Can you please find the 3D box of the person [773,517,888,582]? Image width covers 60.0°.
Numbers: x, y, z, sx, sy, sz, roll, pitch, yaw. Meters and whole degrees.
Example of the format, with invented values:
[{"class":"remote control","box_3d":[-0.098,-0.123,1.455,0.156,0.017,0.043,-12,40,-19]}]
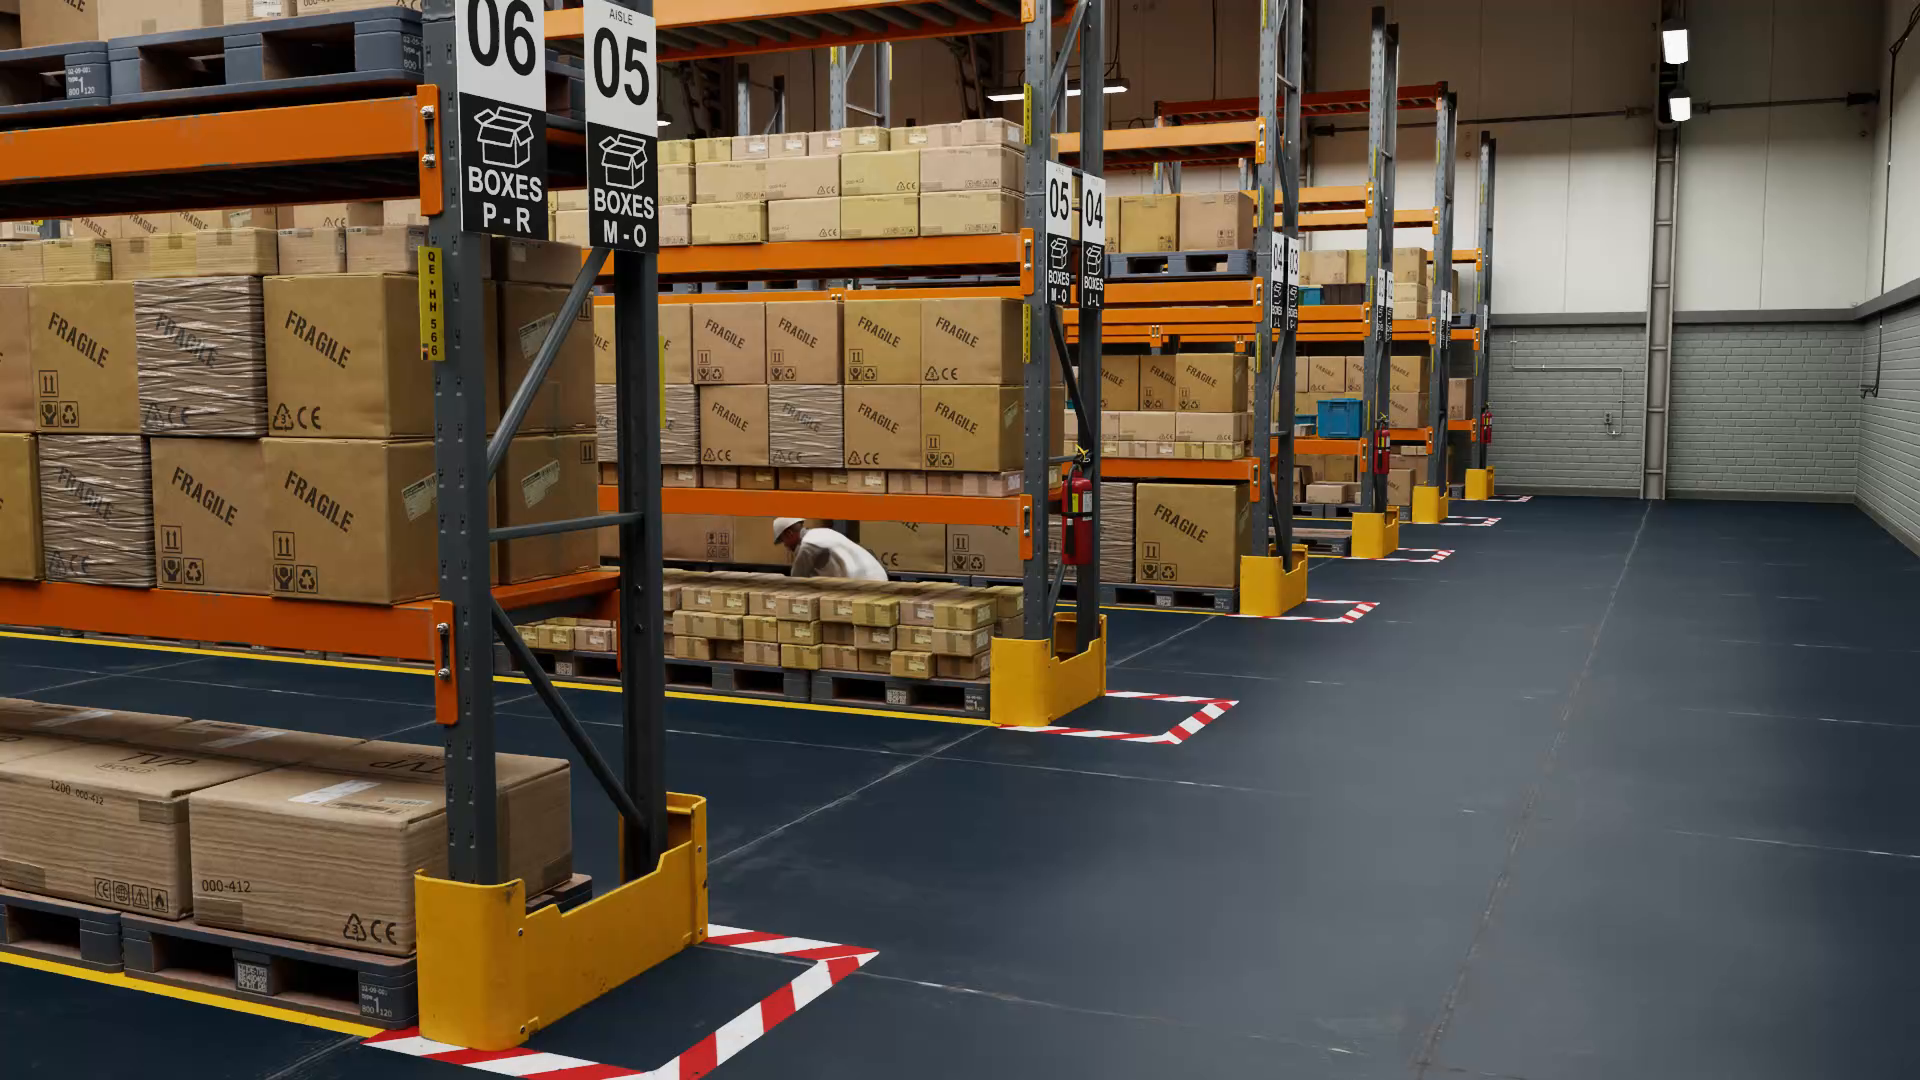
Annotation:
[{"class":"person","box_3d":[-0.976,0.299,12.316,0.872,1.015,0.510,2,6,22]}]
